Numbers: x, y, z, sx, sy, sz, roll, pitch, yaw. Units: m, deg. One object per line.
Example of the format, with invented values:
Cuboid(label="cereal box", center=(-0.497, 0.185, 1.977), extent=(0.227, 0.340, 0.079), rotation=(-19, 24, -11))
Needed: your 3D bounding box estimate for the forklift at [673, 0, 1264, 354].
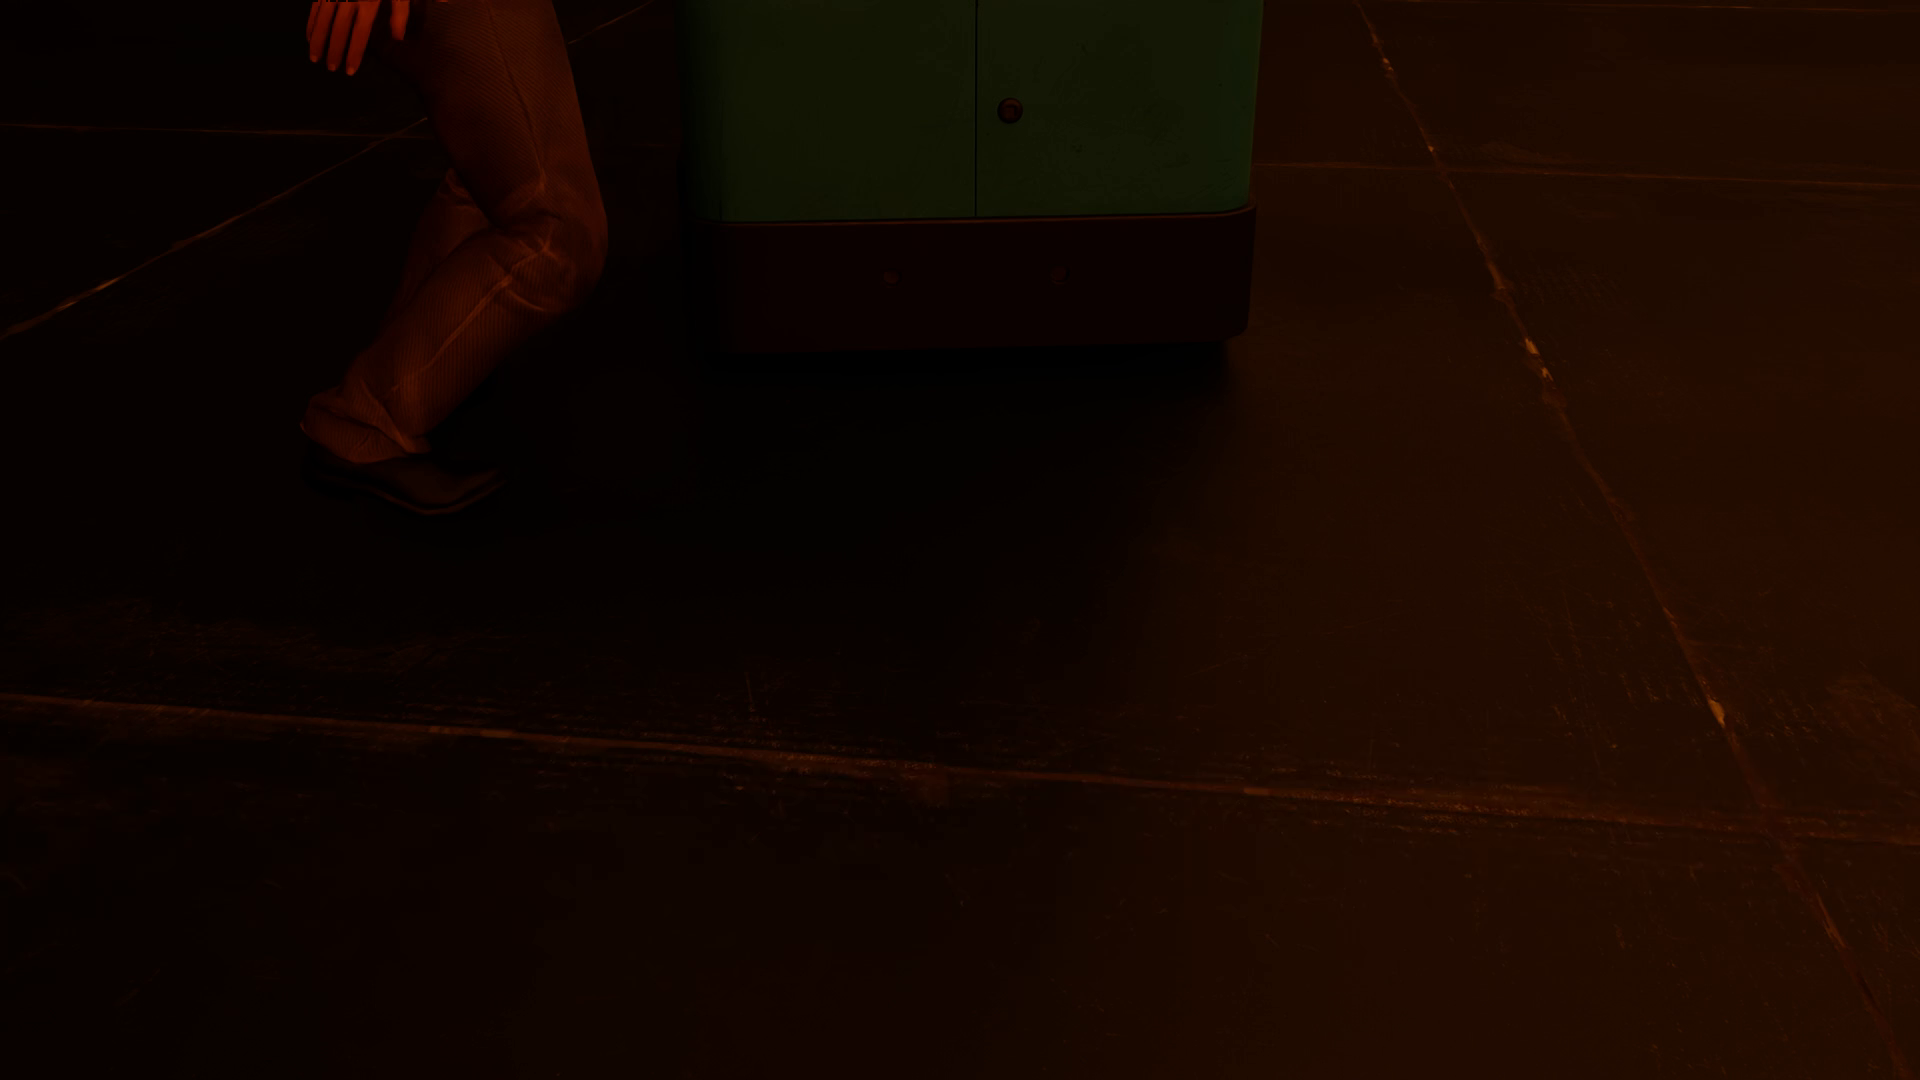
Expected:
Cuboid(label="forklift", center=(-0.084, -2.271, 3.770), extent=(1.130, 2.935, 3.031), rotation=(-2, 27, -4))

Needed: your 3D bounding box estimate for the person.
Cuboid(label="person", center=(-0.798, -0.838, 2.355), extent=(0.482, 1.641, 0.870), rotation=(-8, 28, -16))
